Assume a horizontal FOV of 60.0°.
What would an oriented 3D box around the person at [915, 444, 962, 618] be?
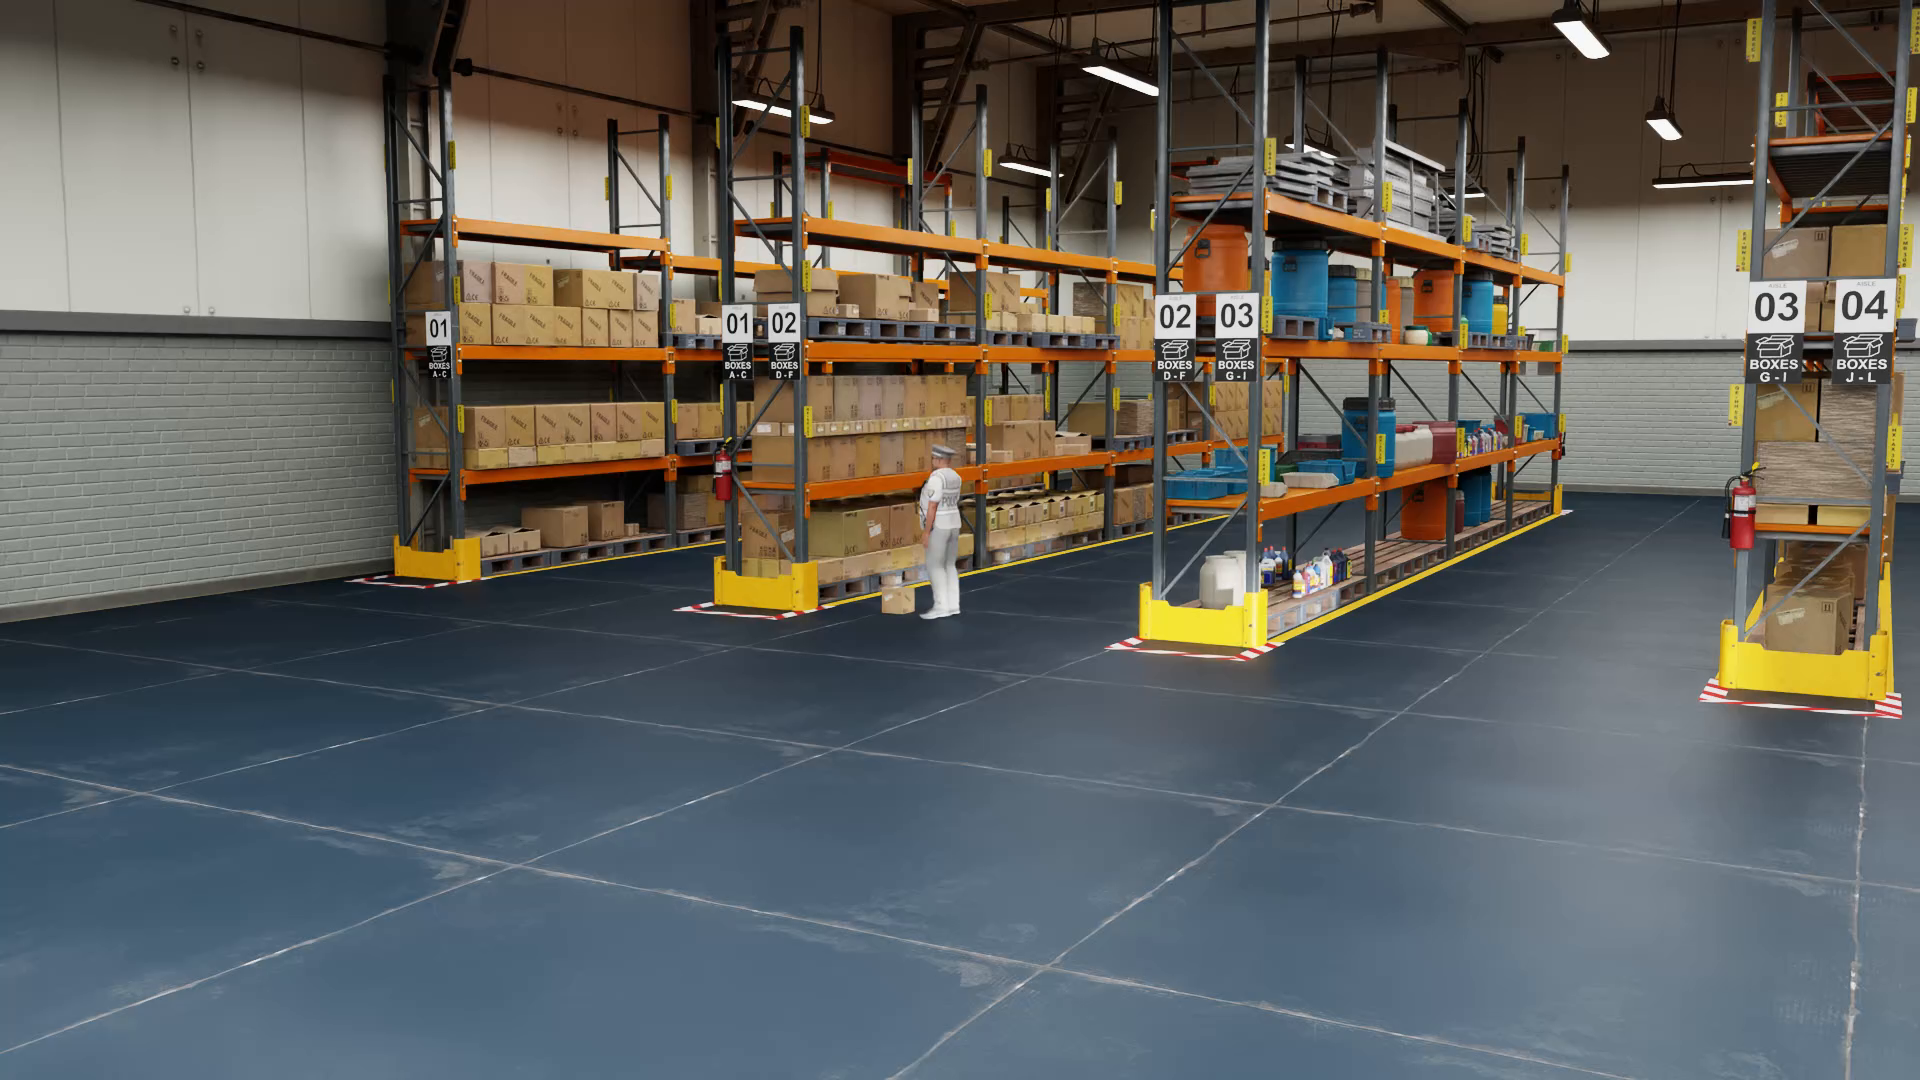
[{"bbox_3d":[-0.214,-0.090,16.999,0.394,1.791,0.528,3,7,30],"label":"person"}]
